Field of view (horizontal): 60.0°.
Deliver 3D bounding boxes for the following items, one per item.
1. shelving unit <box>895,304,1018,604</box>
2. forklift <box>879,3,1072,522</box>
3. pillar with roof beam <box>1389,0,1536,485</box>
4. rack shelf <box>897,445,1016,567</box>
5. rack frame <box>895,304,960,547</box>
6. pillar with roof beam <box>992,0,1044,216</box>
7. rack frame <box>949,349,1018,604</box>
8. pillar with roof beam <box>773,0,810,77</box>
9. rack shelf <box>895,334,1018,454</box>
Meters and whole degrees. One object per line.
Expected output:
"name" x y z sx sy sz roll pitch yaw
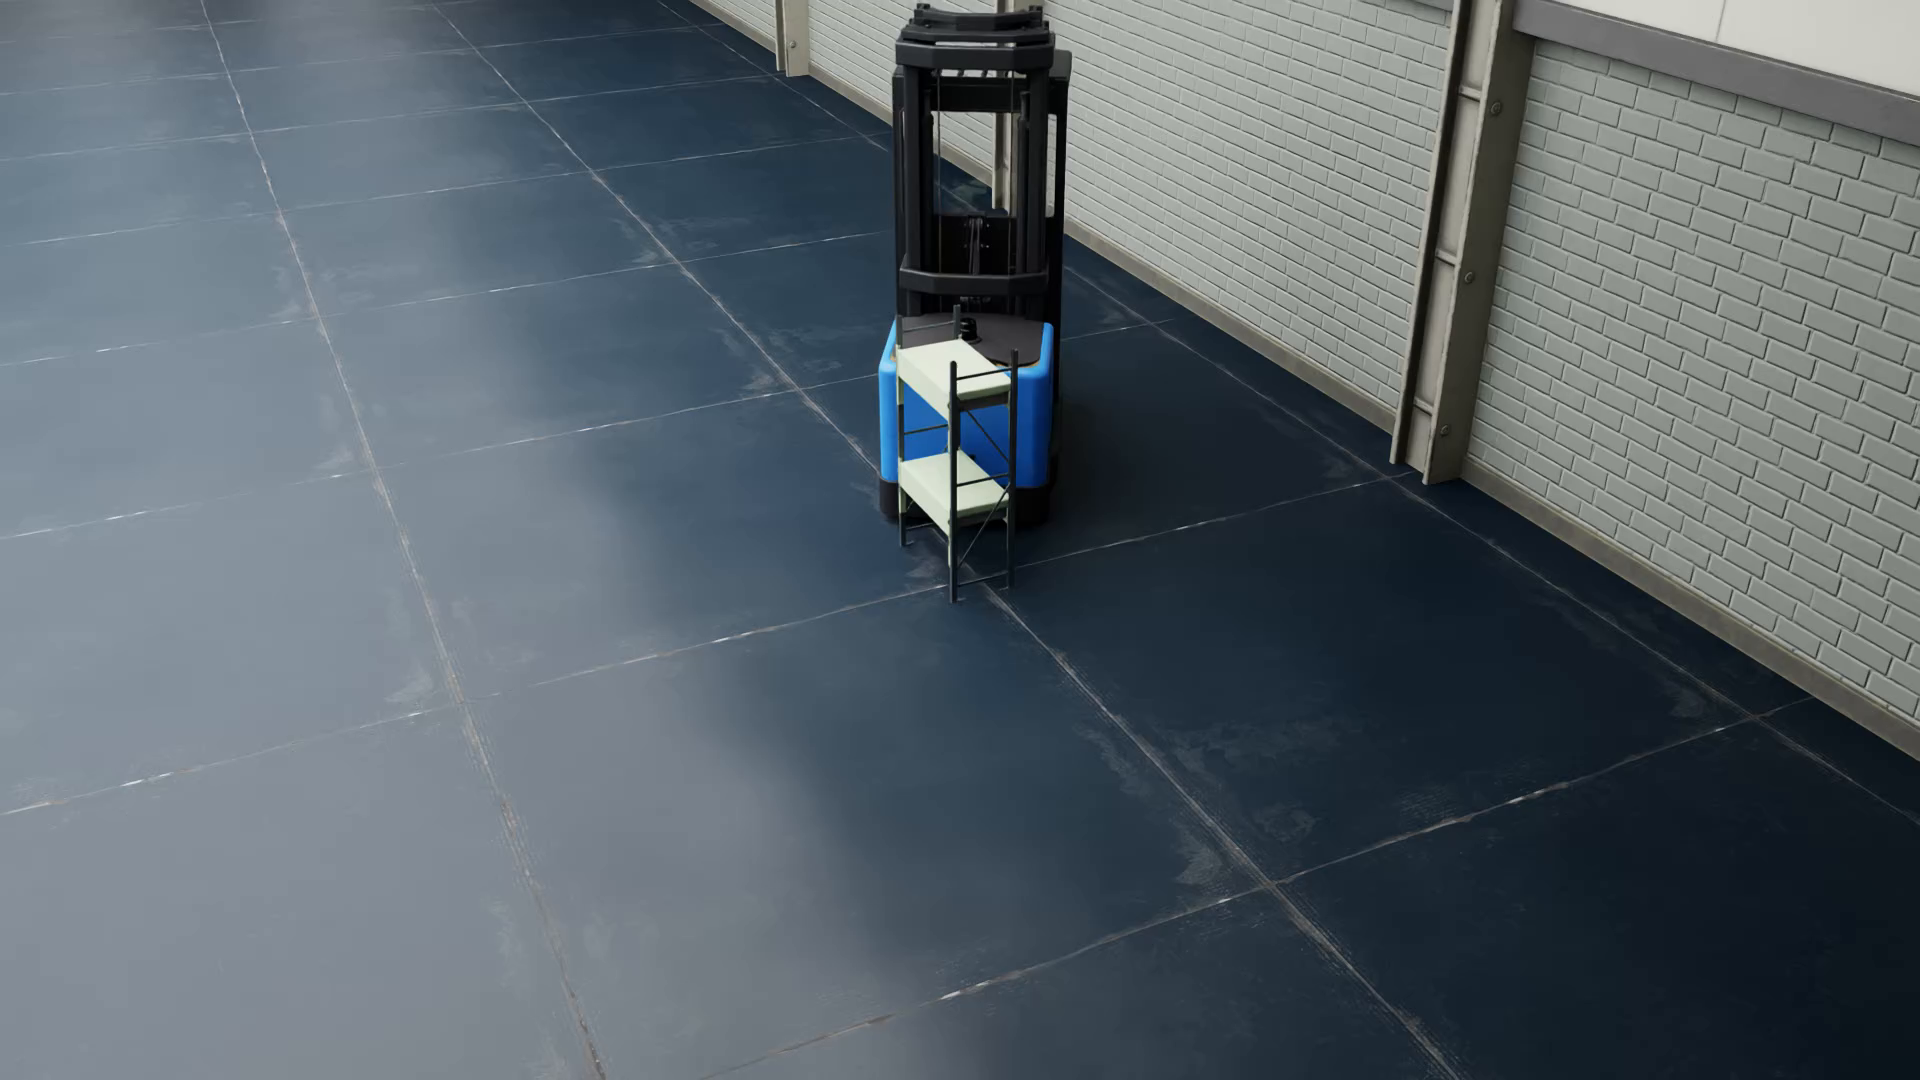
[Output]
"shelving unit" -0.027 -0.495 9.572 0.431 1.500 0.755 -13 32 -22
"forklift" 0.146 -2.081 10.937 1.130 2.935 3.031 2 29 4
"pillar with roof beam" -0.785 -3.497 7.259 9.100 9.000 0.400 -13 32 -22
"rack shelf" -0.027 -0.210 9.731 0.431 0.370 0.720 -13 32 -22
"rack frame" -0.183 -0.657 9.860 0.400 1.500 0.023 -13 32 -22
"pillar with roof beam" -3.360 -6.148 11.985 9.100 9.000 0.400 -13 32 -22
"rack frame" 0.129 -0.333 9.283 0.400 1.500 0.023 -13 32 -22
"pillar with roof beam" -5.936 -8.798 16.712 9.100 9.000 0.400 -13 32 -22
"rack shelf" -0.027 -0.835 9.381 0.431 0.370 0.720 -13 32 -22
